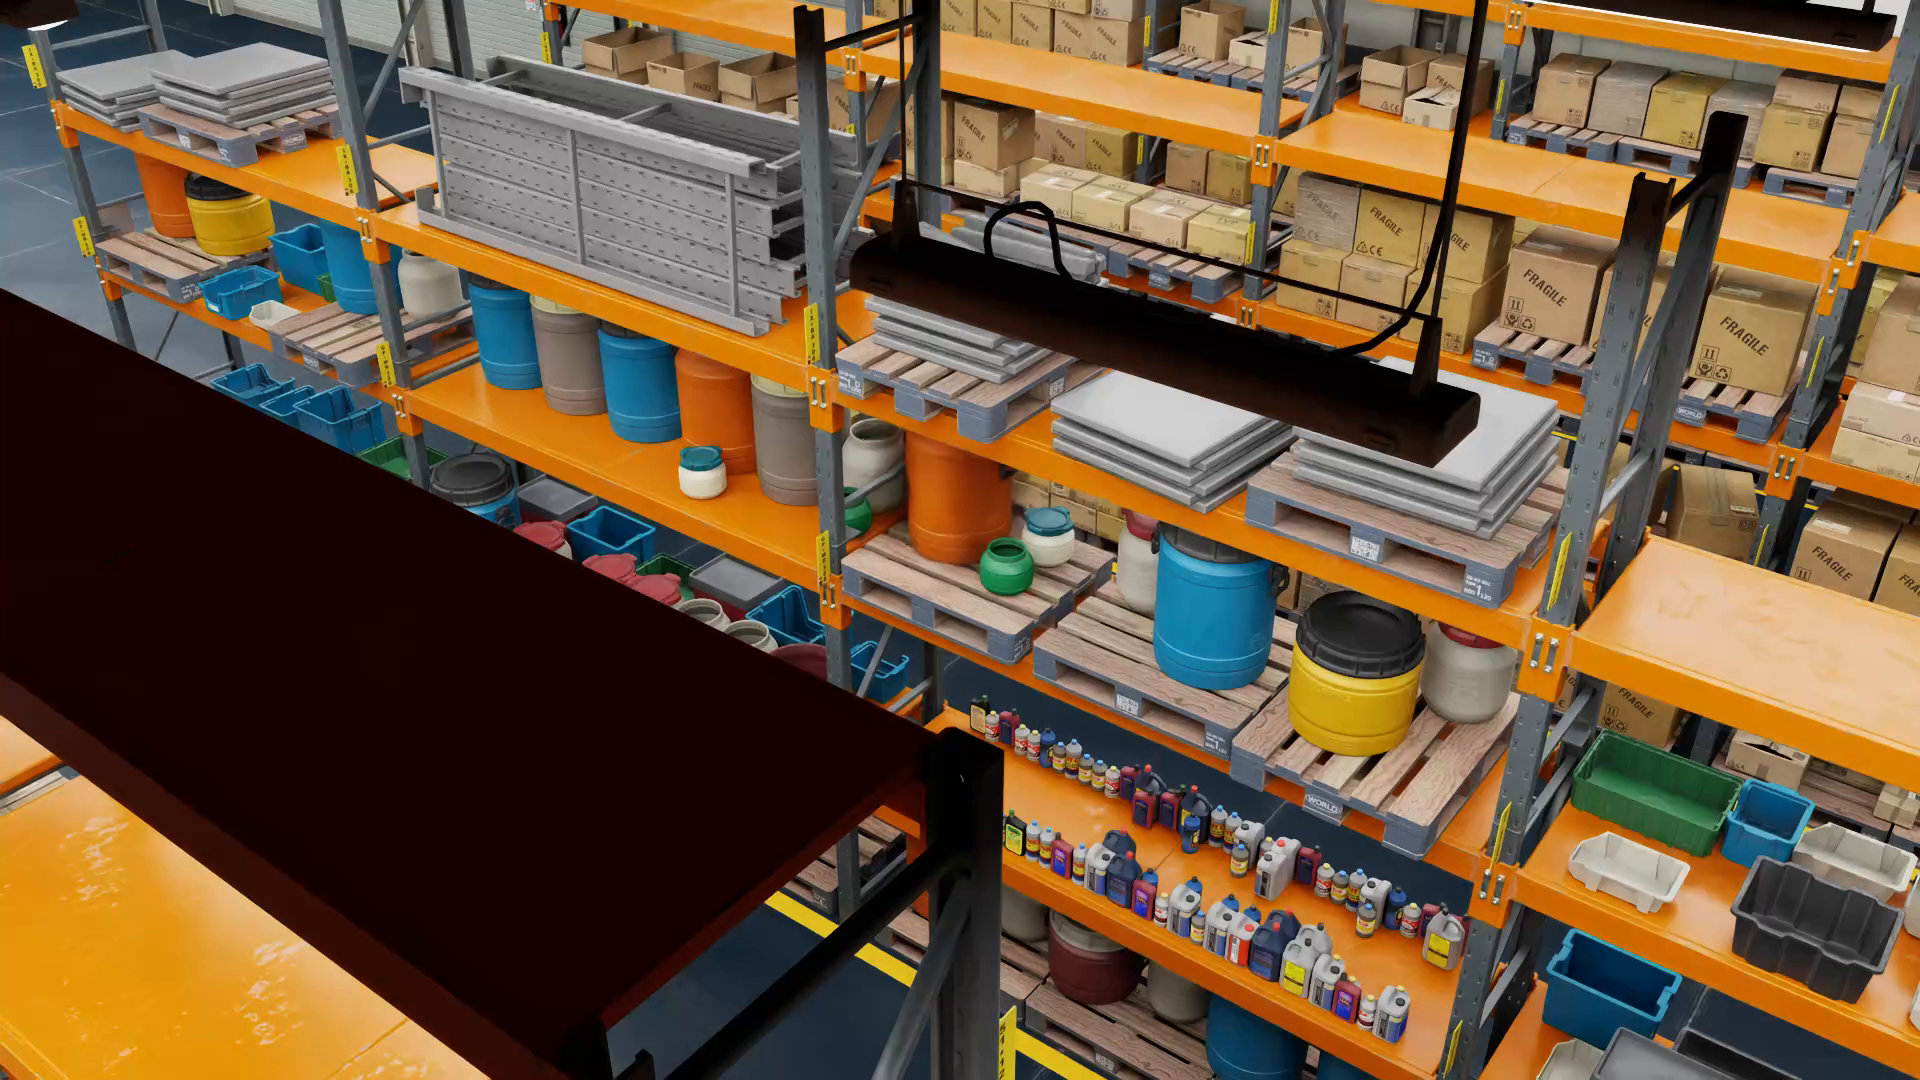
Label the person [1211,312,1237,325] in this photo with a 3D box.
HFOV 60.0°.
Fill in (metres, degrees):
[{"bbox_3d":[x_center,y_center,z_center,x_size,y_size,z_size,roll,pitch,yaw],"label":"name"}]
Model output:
[{"bbox_3d":[2.635,-1.684,16.361,0.703,1.761,0.622,13,34,20],"label":"person"}]
